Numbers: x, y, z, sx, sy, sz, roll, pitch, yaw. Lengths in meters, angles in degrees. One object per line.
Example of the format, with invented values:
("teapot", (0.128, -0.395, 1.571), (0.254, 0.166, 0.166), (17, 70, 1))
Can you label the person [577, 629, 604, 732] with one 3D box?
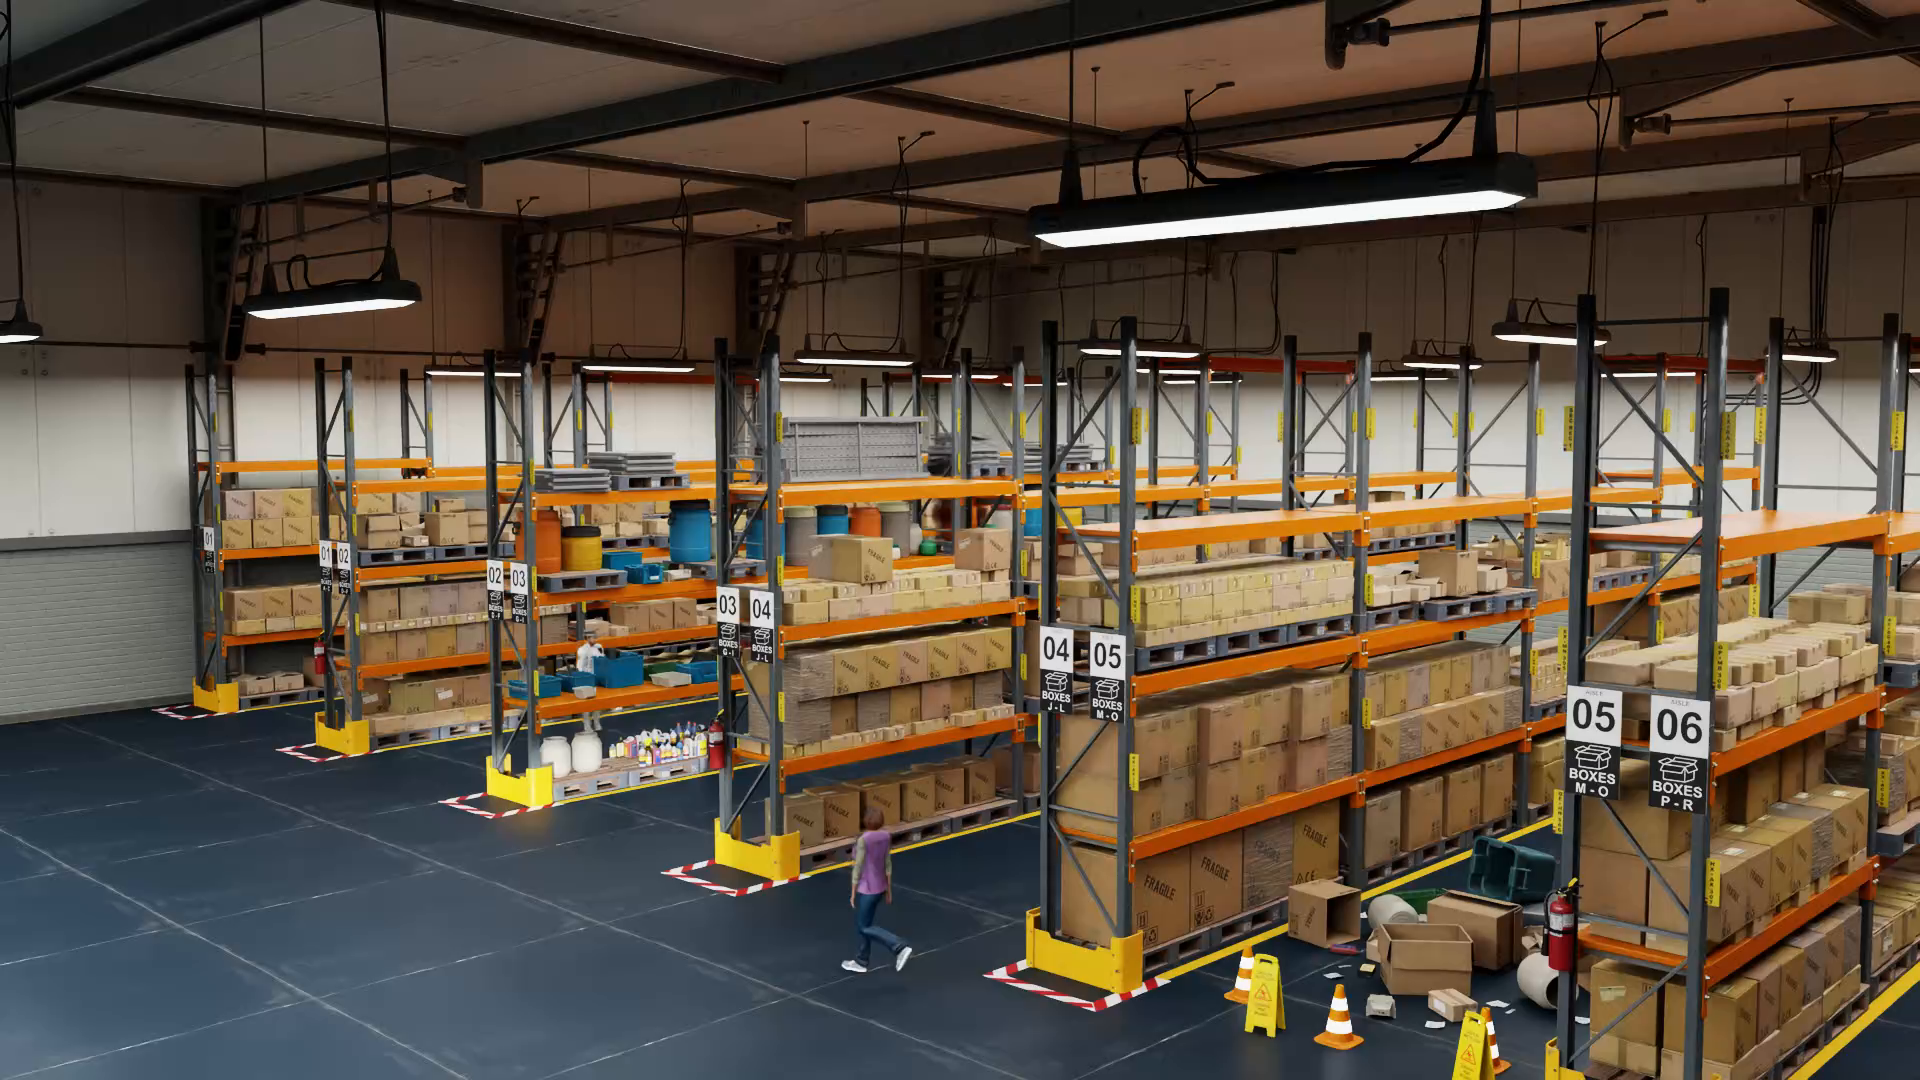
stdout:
("person", (-5.965, 2.267, 26.980), (0.518, 1.690, 0.357), (-4, 6, -41))

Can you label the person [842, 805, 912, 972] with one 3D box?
("person", (-0.771, 3.206, 15.202), (0.721, 1.580, 0.403), (1, 4, 12))
